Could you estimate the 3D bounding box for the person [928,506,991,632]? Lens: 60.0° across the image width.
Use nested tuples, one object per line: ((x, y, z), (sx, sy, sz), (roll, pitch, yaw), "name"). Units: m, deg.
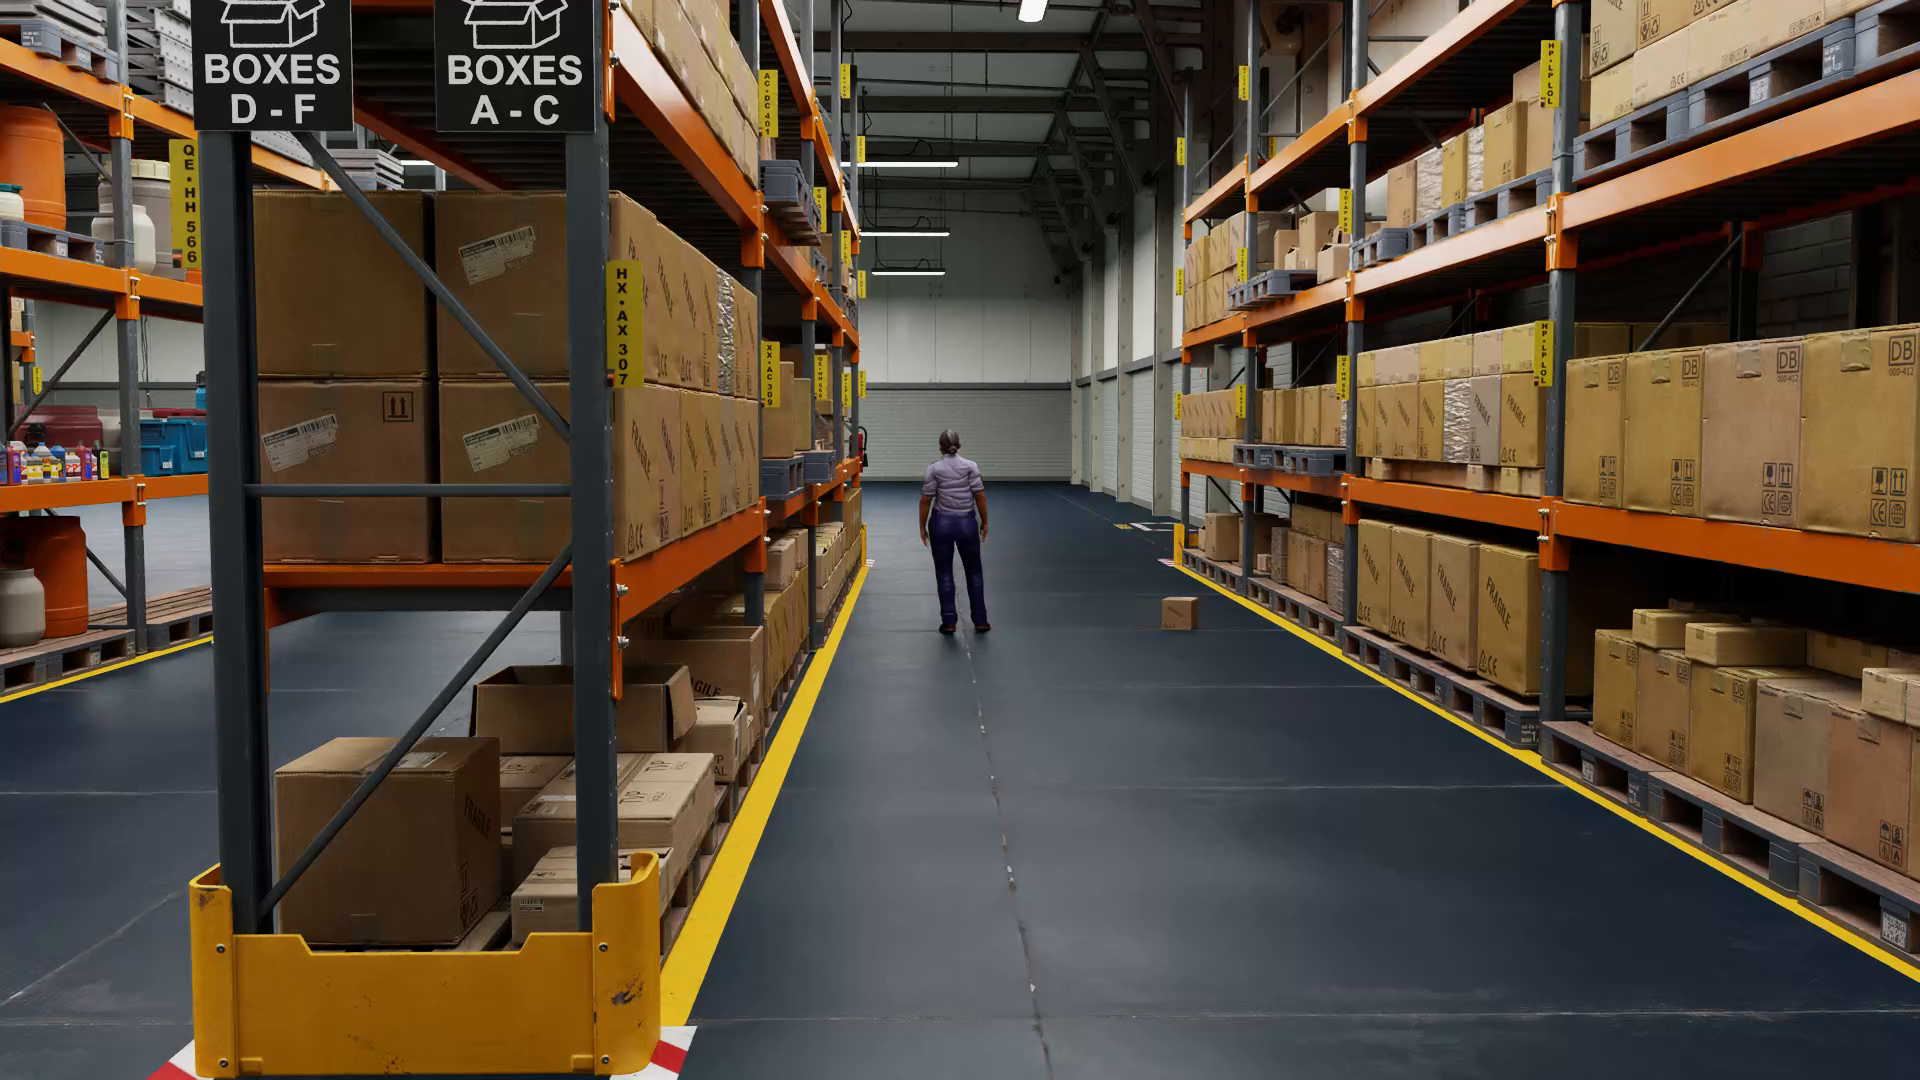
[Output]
((0.000, 0.233, 13.594), (0.525, 1.032, 0.500), (0, 4, -2), "person")
